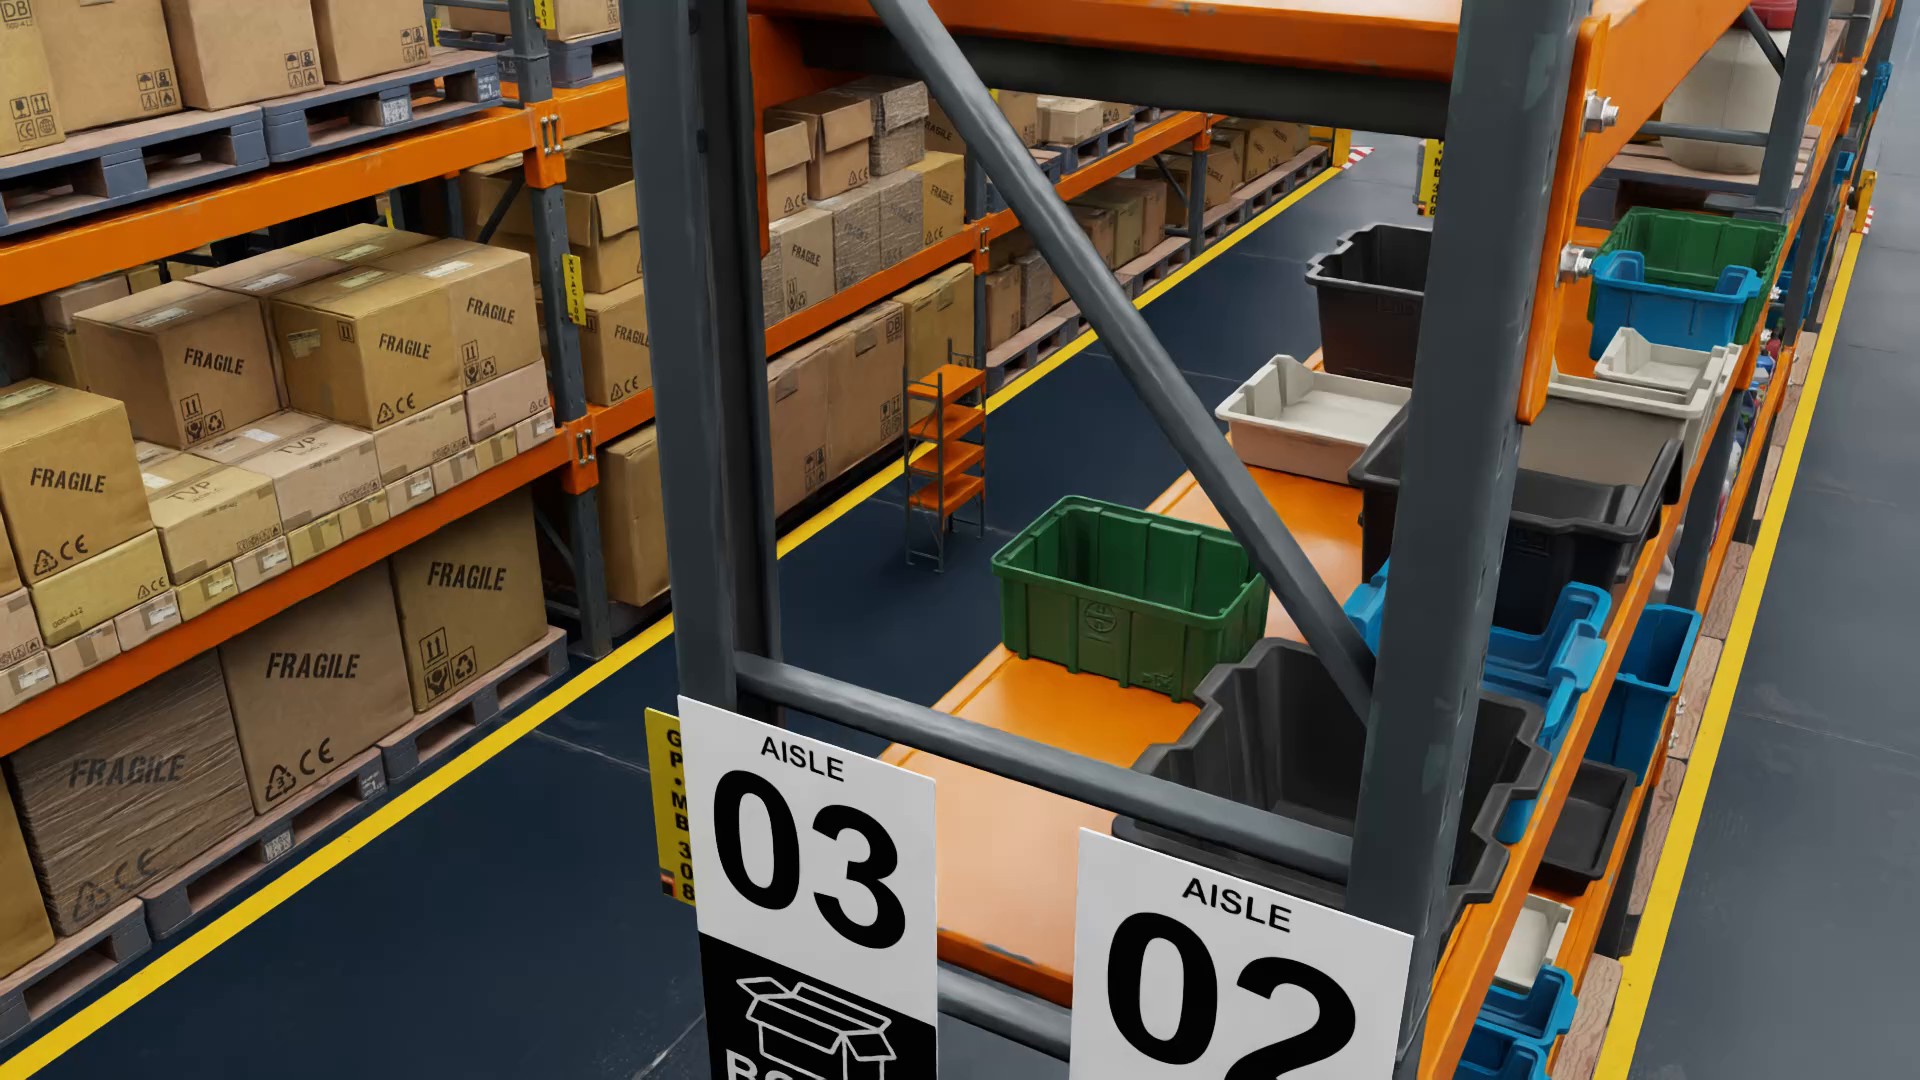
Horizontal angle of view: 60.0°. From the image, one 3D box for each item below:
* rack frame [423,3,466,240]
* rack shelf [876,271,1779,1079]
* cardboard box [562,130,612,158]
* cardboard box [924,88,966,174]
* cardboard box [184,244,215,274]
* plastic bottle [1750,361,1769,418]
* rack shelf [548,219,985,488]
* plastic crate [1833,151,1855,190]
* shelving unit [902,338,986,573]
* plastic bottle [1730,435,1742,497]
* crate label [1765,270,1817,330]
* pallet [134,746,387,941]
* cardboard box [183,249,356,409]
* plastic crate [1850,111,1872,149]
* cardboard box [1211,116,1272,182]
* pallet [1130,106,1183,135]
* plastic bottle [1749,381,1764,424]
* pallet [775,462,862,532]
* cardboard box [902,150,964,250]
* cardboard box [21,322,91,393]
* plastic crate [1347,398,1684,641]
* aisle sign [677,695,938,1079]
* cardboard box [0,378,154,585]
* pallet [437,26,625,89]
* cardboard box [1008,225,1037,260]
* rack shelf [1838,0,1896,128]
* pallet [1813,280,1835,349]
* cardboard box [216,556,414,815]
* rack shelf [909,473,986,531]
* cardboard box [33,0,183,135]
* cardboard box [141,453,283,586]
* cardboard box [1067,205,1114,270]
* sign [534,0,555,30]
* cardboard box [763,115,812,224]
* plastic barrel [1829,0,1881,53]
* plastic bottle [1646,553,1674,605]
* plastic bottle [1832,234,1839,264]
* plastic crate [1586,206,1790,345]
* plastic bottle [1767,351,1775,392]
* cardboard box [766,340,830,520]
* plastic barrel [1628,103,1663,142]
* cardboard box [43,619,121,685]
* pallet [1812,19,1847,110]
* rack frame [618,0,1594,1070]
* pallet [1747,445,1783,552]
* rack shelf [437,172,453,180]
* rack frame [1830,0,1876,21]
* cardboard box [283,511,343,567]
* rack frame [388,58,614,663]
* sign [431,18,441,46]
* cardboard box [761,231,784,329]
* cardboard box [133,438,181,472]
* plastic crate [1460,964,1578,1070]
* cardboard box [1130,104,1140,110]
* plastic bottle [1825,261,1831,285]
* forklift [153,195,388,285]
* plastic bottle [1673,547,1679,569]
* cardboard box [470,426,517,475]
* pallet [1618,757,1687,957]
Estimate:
[{"bbox_3d":[-4.557,-3.540,13.470,1.000,3.000,0.127,14,30,26],"label":"rack frame"},{"bbox_3d":[1.072,0.001,3.849,1.077,0.370,4.000,14,30,26],"label":"rack shelf"},{"bbox_3d":[-3.752,-3.280,14.996,1.050,0.750,0.750,15,30,27],"label":"cardboard box"},{"bbox_3d":[-0.057,-2.860,11.531,0.500,0.500,0.500,10,28,20],"label":"cardboard box"},{"bbox_3d":[-5.417,-2.022,11.923,0.500,0.250,0.500,15,30,28],"label":"cardboard box"},{"bbox_3d":[3.819,-0.725,7.992,0.097,0.271,0.097,0,27,0],"label":"plastic bottle"},{"bbox_3d":[-1.272,-1.307,9.813,1.077,0.370,4.000,14,30,26],"label":"rack shelf"},{"bbox_3d":[5.720,-2.371,11.153,0.392,0.384,0.575,14,30,26],"label":"plastic crate"},{"bbox_3d":[-0.081,-0.472,9.353,0.258,1.200,0.503,14,30,26],"label":"shelving unit"},{"bbox_3d":[3.314,-0.326,7.193,0.097,0.271,0.097,0,27,0],"label":"plastic bottle"},{"bbox_3d":[4.557,-1.324,9.231,0.303,0.233,0.416,14,30,26],"label":"crate label"},{"bbox_3d":[-3.297,1.154,7.208,1.003,0.211,1.213,14,30,26],"label":"pallet"},{"bbox_3d":[-2.963,-0.930,7.254,0.500,0.500,0.500,14,30,26],"label":"cardboard box"},{"bbox_3d":[6.905,-3.248,13.125,0.450,0.188,0.662,14,30,26],"label":"plastic crate"},{"bbox_3d":[2.737,-3.876,16.465,0.500,0.500,0.500,17,31,31],"label":"cardboard box"},{"bbox_3d":[1.177,-3.615,13.835,1.003,0.211,1.213,14,30,26],"label":"pallet"},{"bbox_3d":[3.771,-0.656,7.932,0.097,0.201,0.097,0,27,0],"label":"plastic bottle"},{"bbox_3d":[-1.343,-0.397,10.307,1.003,0.211,1.213,14,30,26],"label":"pallet"},{"bbox_3d":[-0.315,-2.206,10.694,0.500,0.500,0.500,15,30,28],"label":"cardboard box"},{"bbox_3d":[-5.930,-1.280,11.280,0.500,0.500,0.500,15,30,28],"label":"cardboard box"},{"bbox_3d":[1.079,-0.048,3.213,0.504,0.338,0.767,14,30,26],"label":"plastic crate"},{"bbox_3d":[-0.202,0.602,2.293,0.394,0.787,0.004,14,30,26],"label":"aisle sign"},{"bbox_3d":[-3.257,-0.217,5.830,0.500,0.500,0.500,13,30,25],"label":"cardboard box"},{"bbox_3d":[-1.848,-2.473,8.202,0.805,0.209,1.217,13,29,24],"label":"pallet"},{"bbox_3d":[0.267,-2.299,12.455,0.500,0.250,0.500,18,32,32],"label":"cardboard box"},{"bbox_3d":[5.008,-3.116,10.077,1.077,0.370,4.000,14,30,26],"label":"rack shelf"},{"bbox_3d":[6.358,-1.882,13.273,1.003,0.211,1.213,14,30,26],"label":"pallet"},{"bbox_3d":[-3.093,0.504,7.297,0.875,0.875,0.875,14,30,26],"label":"cardboard box"},{"bbox_3d":[-0.081,-0.234,9.472,0.258,0.148,0.480,14,30,26],"label":"rack shelf"},{"bbox_3d":[-3.238,-1.768,5.888,0.700,0.500,0.500,16,31,28],"label":"cardboard box"},{"bbox_3d":[-3.000,-0.087,6.409,0.500,0.250,0.500,14,30,25],"label":"cardboard box"},{"bbox_3d":[0.833,-2.411,13.517,0.700,0.500,0.500,12,29,22],"label":"cardboard box"},{"bbox_3d":[-1.772,-2.335,7.047,0.100,0.325,0.005,14,30,26],"label":"sign"},{"bbox_3d":[-1.309,-2.104,9.369,0.797,0.503,0.637,15,30,28],"label":"cardboard box"},{"bbox_3d":[4.443,-2.762,8.441,0.421,0.512,0.421,0,27,0],"label":"plastic barrel"},{"bbox_3d":[2.531,0.182,6.090,0.144,0.351,0.185,14,30,26],"label":"plastic bottle"},{"bbox_3d":[7.221,-2.455,13.855,0.152,0.276,0.135,13,30,25],"label":"plastic bottle"},{"bbox_3d":[2.111,-0.773,4.830,0.450,0.188,0.662,14,30,26],"label":"plastic crate"},{"bbox_3d":[4.010,-0.846,8.311,0.097,0.201,0.097,0,27,0],"label":"plastic bottle"},{"bbox_3d":[-1.520,-0.689,9.680,1.225,0.875,0.875,13,29,24],"label":"cardboard box"},{"bbox_3d":[2.328,-1.772,5.909,0.600,0.588,0.600,0,27,0],"label":"plastic barrel"},{"bbox_3d":[-3.258,0.356,5.969,0.380,0.149,0.250,14,30,25],"label":"cardboard box"},{"bbox_3d":[3.562,-2.298,7.849,1.003,0.211,1.213,14,30,26],"label":"pallet"},{"bbox_3d":[0.088,-0.882,1.459,1.000,3.000,0.127,14,30,26],"label":"rack frame"},{"bbox_3d":[4.439,-0.364,10.241,1.003,0.211,1.213,14,30,26],"label":"pallet"},{"bbox_3d":[-5.541,-2.438,12.074,1.077,0.370,4.000,14,30,26],"label":"rack shelf"},{"bbox_3d":[4.024,-4.000,7.688,1.000,3.000,0.127,14,30,26],"label":"rack frame"},{"bbox_3d":[-2.753,-0.045,6.769,0.380,0.149,0.250,14,30,25],"label":"cardboard box"},{"bbox_3d":[-2.256,-0.849,8.095,1.000,3.000,0.127,14,30,26],"label":"rack frame"},{"bbox_3d":[-4.080,-3.906,12.997,0.100,0.325,0.005,14,30,26],"label":"sign"},{"bbox_3d":[-1.319,-1.409,9.102,0.500,0.500,0.500,13,30,25],"label":"cardboard box"},{"bbox_3d":[-3.464,-0.203,6.640,0.500,0.250,0.500,14,30,26],"label":"cardboard box"},{"bbox_3d":[1.292,1.195,4.132,0.416,0.233,0.300,14,30,26],"label":"plastic crate"},{"bbox_3d":[1.167,-4.144,13.538,1.000,1.000,1.000,14,30,26],"label":"cardboard box"},{"bbox_3d":[6.843,-2.185,13.232,0.144,0.351,0.185,13,29,24],"label":"plastic bottle"},{"bbox_3d":[-4.584,-2.099,10.668,3.031,2.935,1.130,10,28,19],"label":"forklift"},{"bbox_3d":[2.762,0.111,6.320,0.097,0.271,0.097,0,27,0],"label":"plastic bottle"},{"bbox_3d":[-2.248,-0.445,7.569,0.380,0.149,0.250,15,30,27],"label":"cardboard box"},{"bbox_3d":[2.472,1.197,7.123,1.003,0.211,1.213,14,30,26],"label":"pallet"}]
